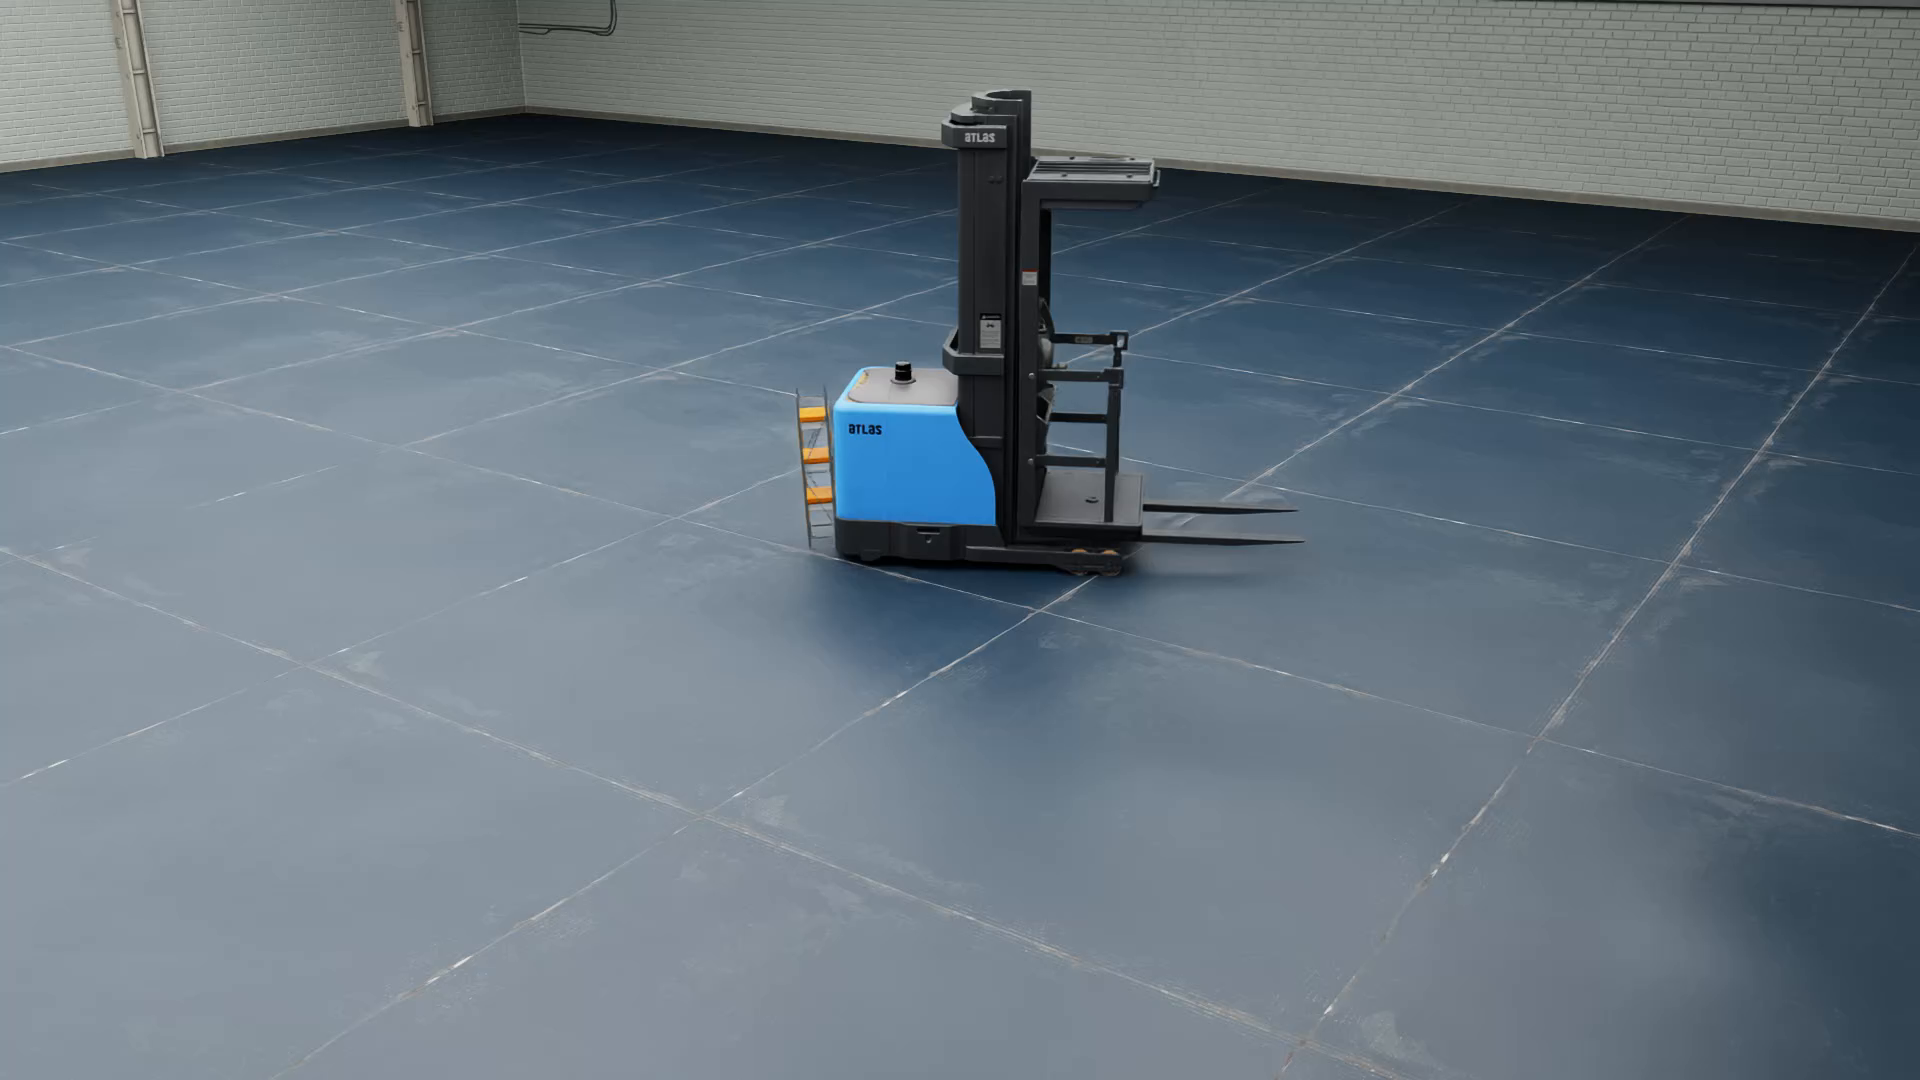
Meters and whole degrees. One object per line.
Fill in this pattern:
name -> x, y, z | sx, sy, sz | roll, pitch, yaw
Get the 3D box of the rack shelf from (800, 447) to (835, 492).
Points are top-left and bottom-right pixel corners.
rack shelf -> -0.947, -0.473, 11.044 | 0.215, 0.259, 0.240 | -5, 21, -4

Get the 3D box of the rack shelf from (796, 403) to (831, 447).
rack shelf -> -0.962, -0.738, 10.945 | 0.215, 0.259, 0.240 | -5, 21, -4

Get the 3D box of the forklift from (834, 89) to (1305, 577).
forklift -> 0.738, -1.335, 10.649 | 3.031, 2.935, 1.130 | 2, 20, 6

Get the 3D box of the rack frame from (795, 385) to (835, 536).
rack frame -> -0.960, -0.525, 11.154 | 0.200, 1.050, 0.008 | -5, 21, -4

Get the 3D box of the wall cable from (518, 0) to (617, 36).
wall cable -> -8.448, -11.967, 35.121 | 3.097, 2.526, 0.112 | 13, 24, 32

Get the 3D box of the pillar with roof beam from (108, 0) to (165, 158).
pillar with roof beam -> -11.010, -10.275, 26.071 | 9.100, 9.000, 0.400 | 13, 24, 32

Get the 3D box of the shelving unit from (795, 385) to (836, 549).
shelving unit -> -0.948, -0.483, 11.040 | 0.215, 1.050, 0.252 | -5, 21, -4

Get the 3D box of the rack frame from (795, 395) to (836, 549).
rack frame -> -0.936, -0.440, 10.926 | 0.200, 1.050, 0.008 | -5, 21, -4

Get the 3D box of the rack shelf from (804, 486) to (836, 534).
rack shelf -> -0.933, -0.213, 11.141 | 0.215, 0.259, 0.240 | -5, 21, -4

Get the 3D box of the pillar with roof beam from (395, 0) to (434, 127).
pillar with roof beam -> -7.637, -11.996, 30.725 | 9.100, 9.000, 0.400 | 13, 24, 32
